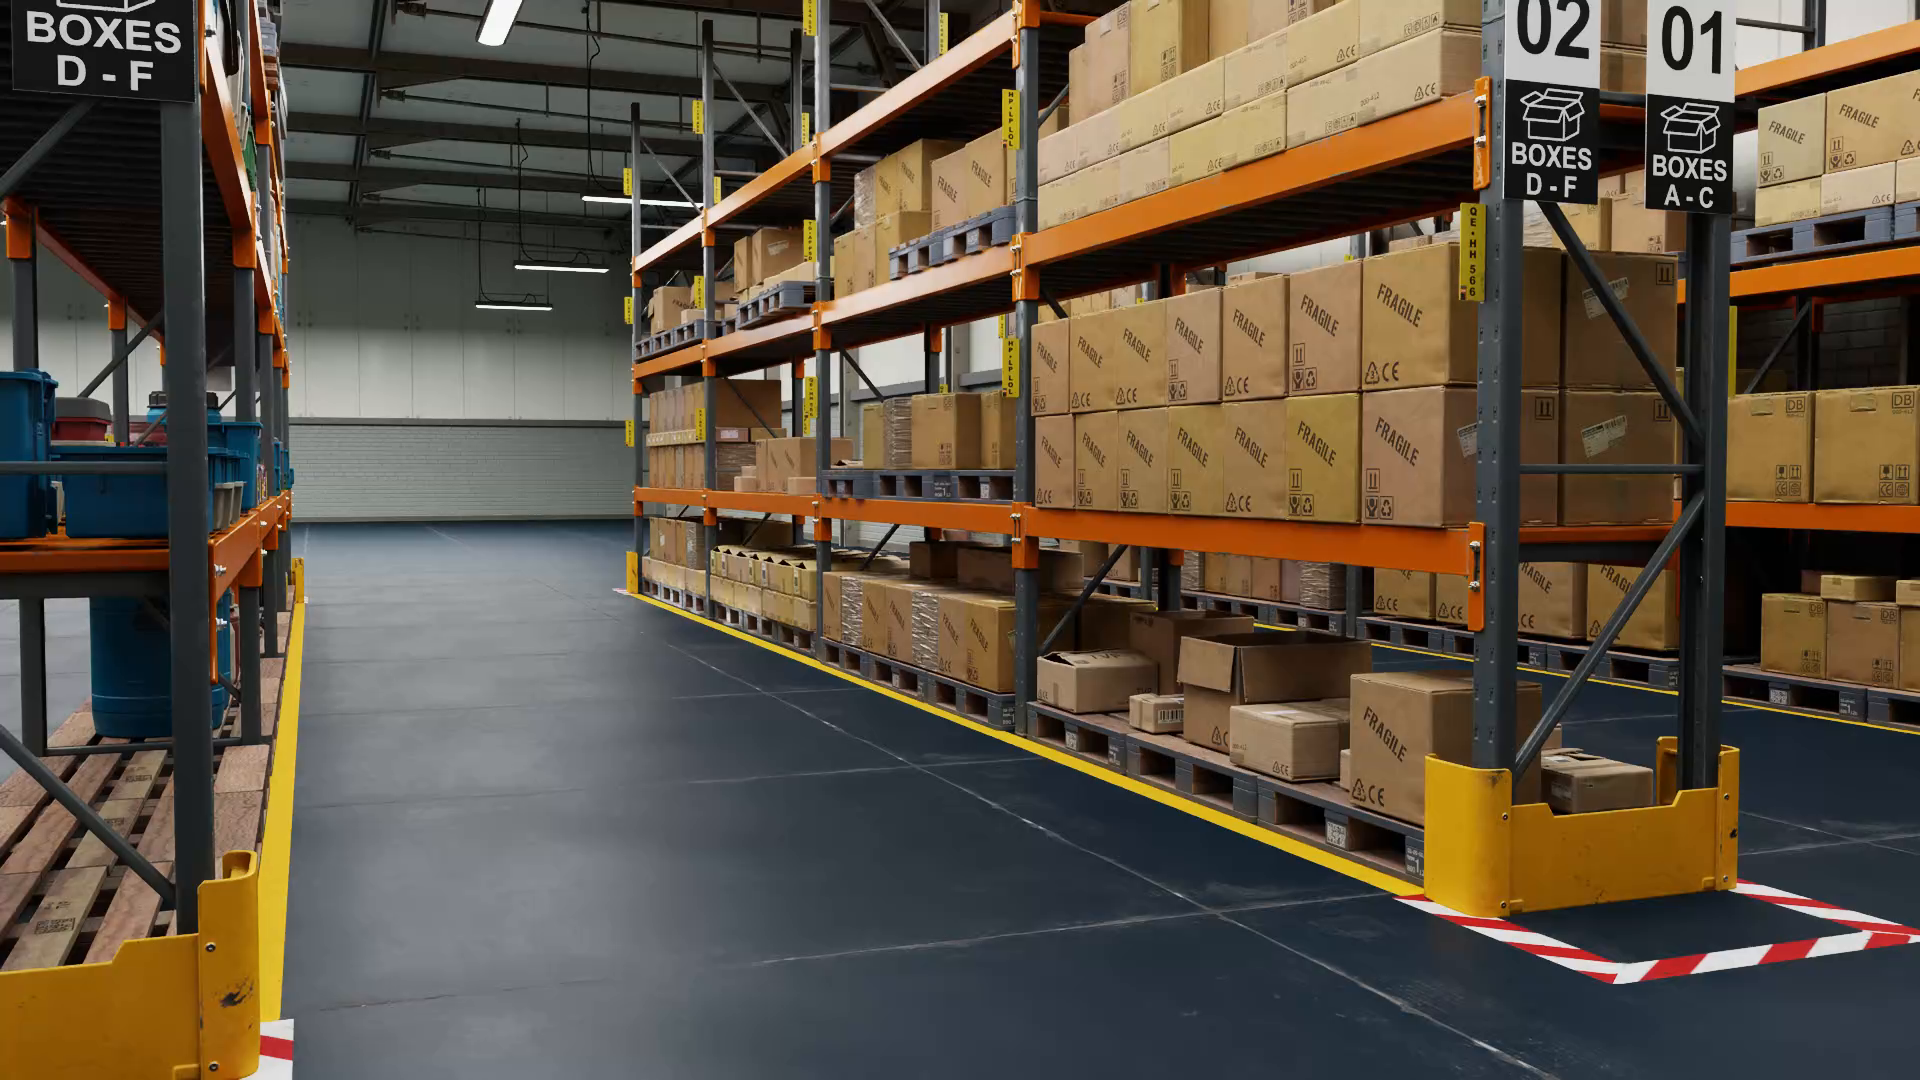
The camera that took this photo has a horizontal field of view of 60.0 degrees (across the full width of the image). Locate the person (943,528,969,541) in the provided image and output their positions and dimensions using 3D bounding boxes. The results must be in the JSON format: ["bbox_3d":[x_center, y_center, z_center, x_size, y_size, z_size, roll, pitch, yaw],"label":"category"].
[{"bbox_3d":[0.024,-0.084,18.286,0.558,1.664,0.423,-1,3,-20],"label":"person"}]
